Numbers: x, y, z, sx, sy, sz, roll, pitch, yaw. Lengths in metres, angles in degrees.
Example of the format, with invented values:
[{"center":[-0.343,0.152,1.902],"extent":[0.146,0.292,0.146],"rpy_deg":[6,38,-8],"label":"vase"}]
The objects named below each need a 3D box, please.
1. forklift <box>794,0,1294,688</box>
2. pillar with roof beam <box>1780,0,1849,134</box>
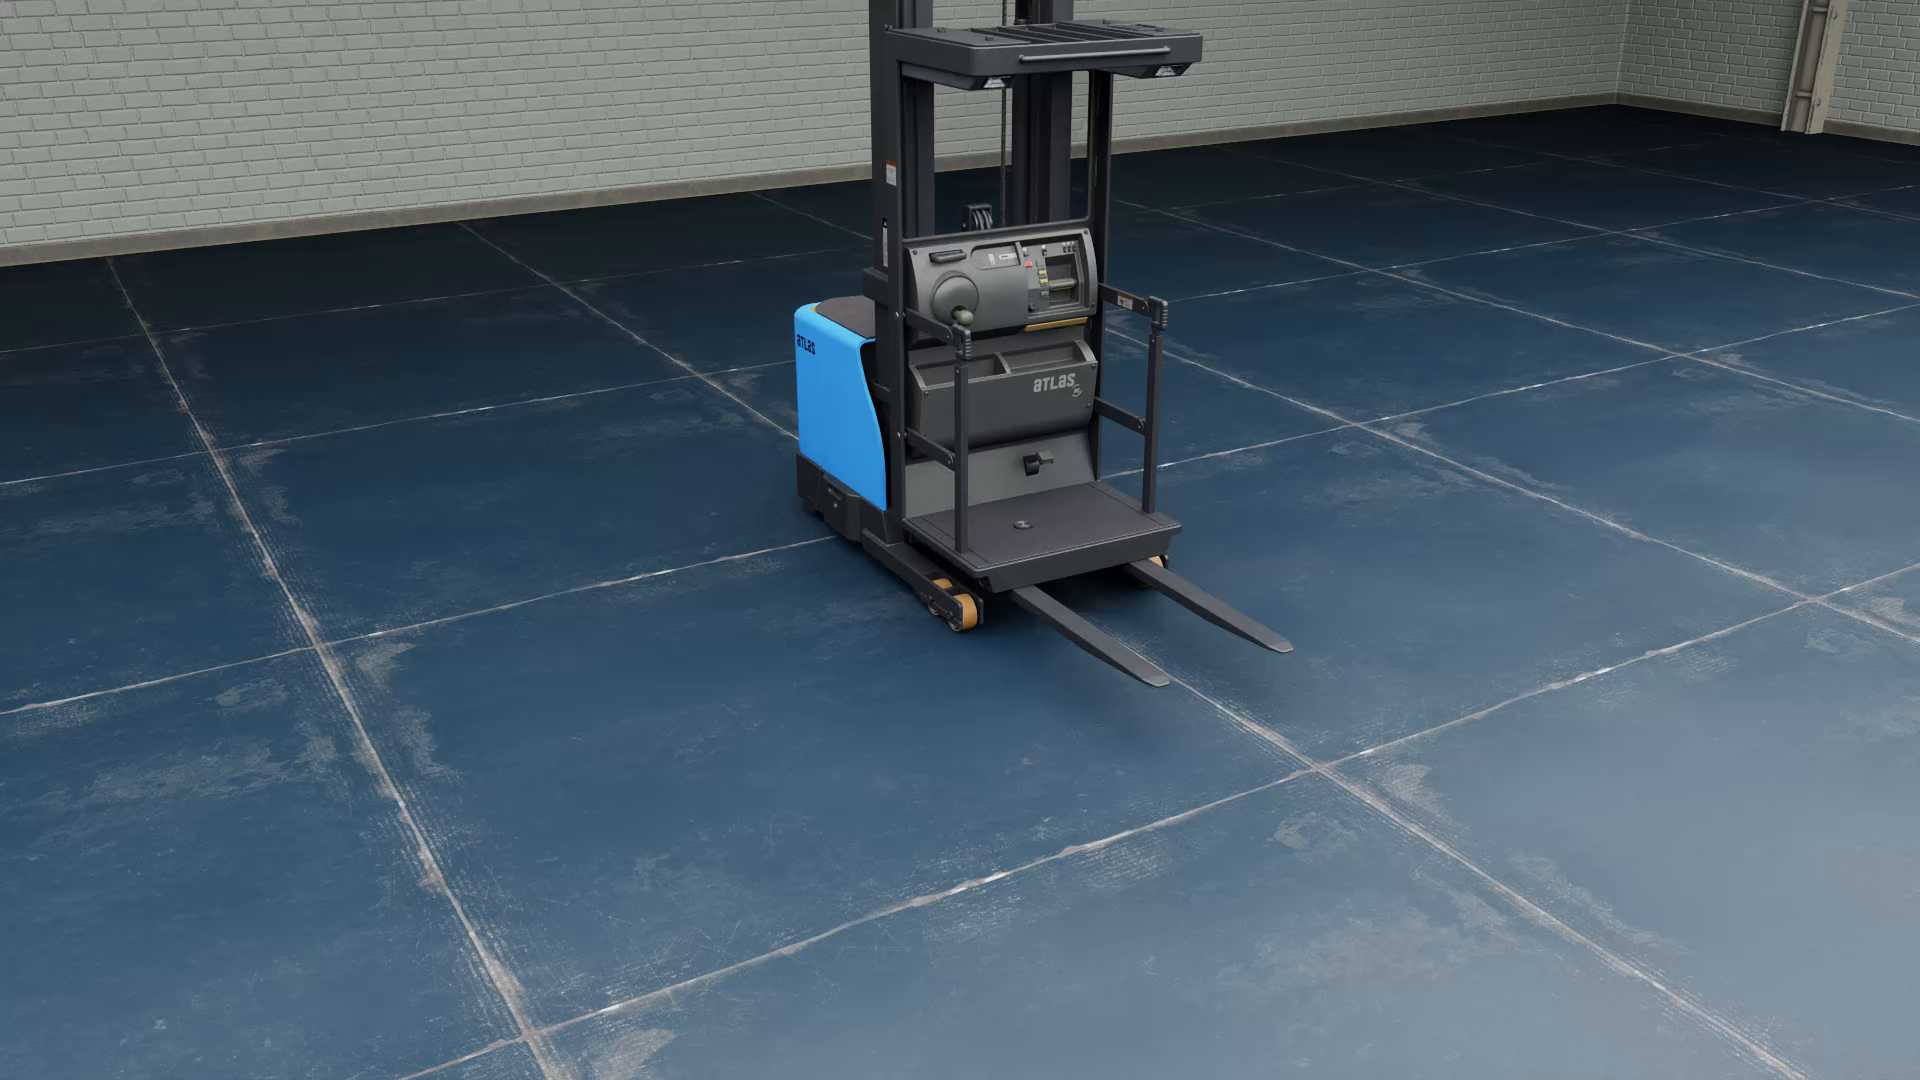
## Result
[{"center":[0.307,-1.150,7.249],"extent":[1.130,2.935,3.031],"rpy_deg":[-12,25,-27],"label":"forklift"},{"center":[6.948,-8.513,17.305],"extent":[9.100,9.000,0.400],"rpy_deg":[-13,25,-28],"label":"pillar with roof beam"}]
